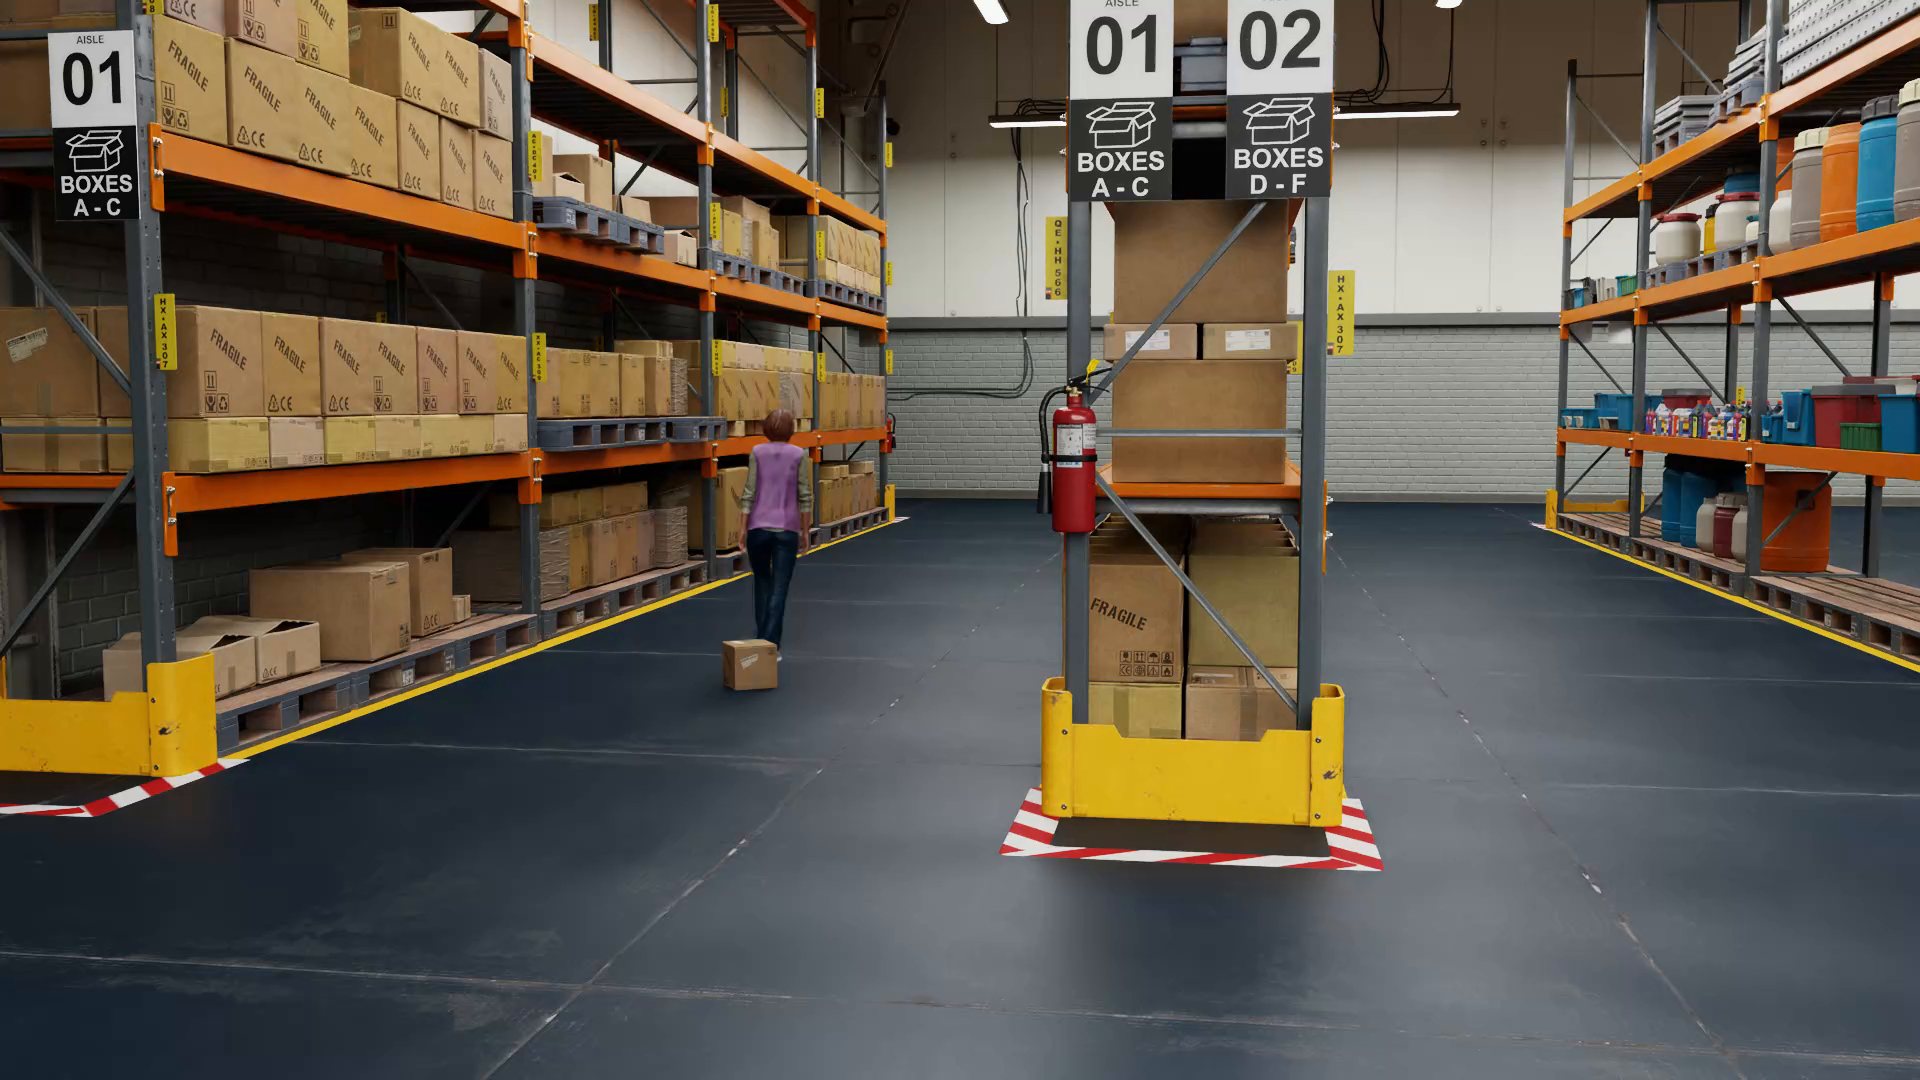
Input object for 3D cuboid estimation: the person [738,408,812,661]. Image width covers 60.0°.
[{"bbox_3d":[-1.149,-0.001,10.345,0.440,1.638,0.532,0,5,4],"label":"person"}]
